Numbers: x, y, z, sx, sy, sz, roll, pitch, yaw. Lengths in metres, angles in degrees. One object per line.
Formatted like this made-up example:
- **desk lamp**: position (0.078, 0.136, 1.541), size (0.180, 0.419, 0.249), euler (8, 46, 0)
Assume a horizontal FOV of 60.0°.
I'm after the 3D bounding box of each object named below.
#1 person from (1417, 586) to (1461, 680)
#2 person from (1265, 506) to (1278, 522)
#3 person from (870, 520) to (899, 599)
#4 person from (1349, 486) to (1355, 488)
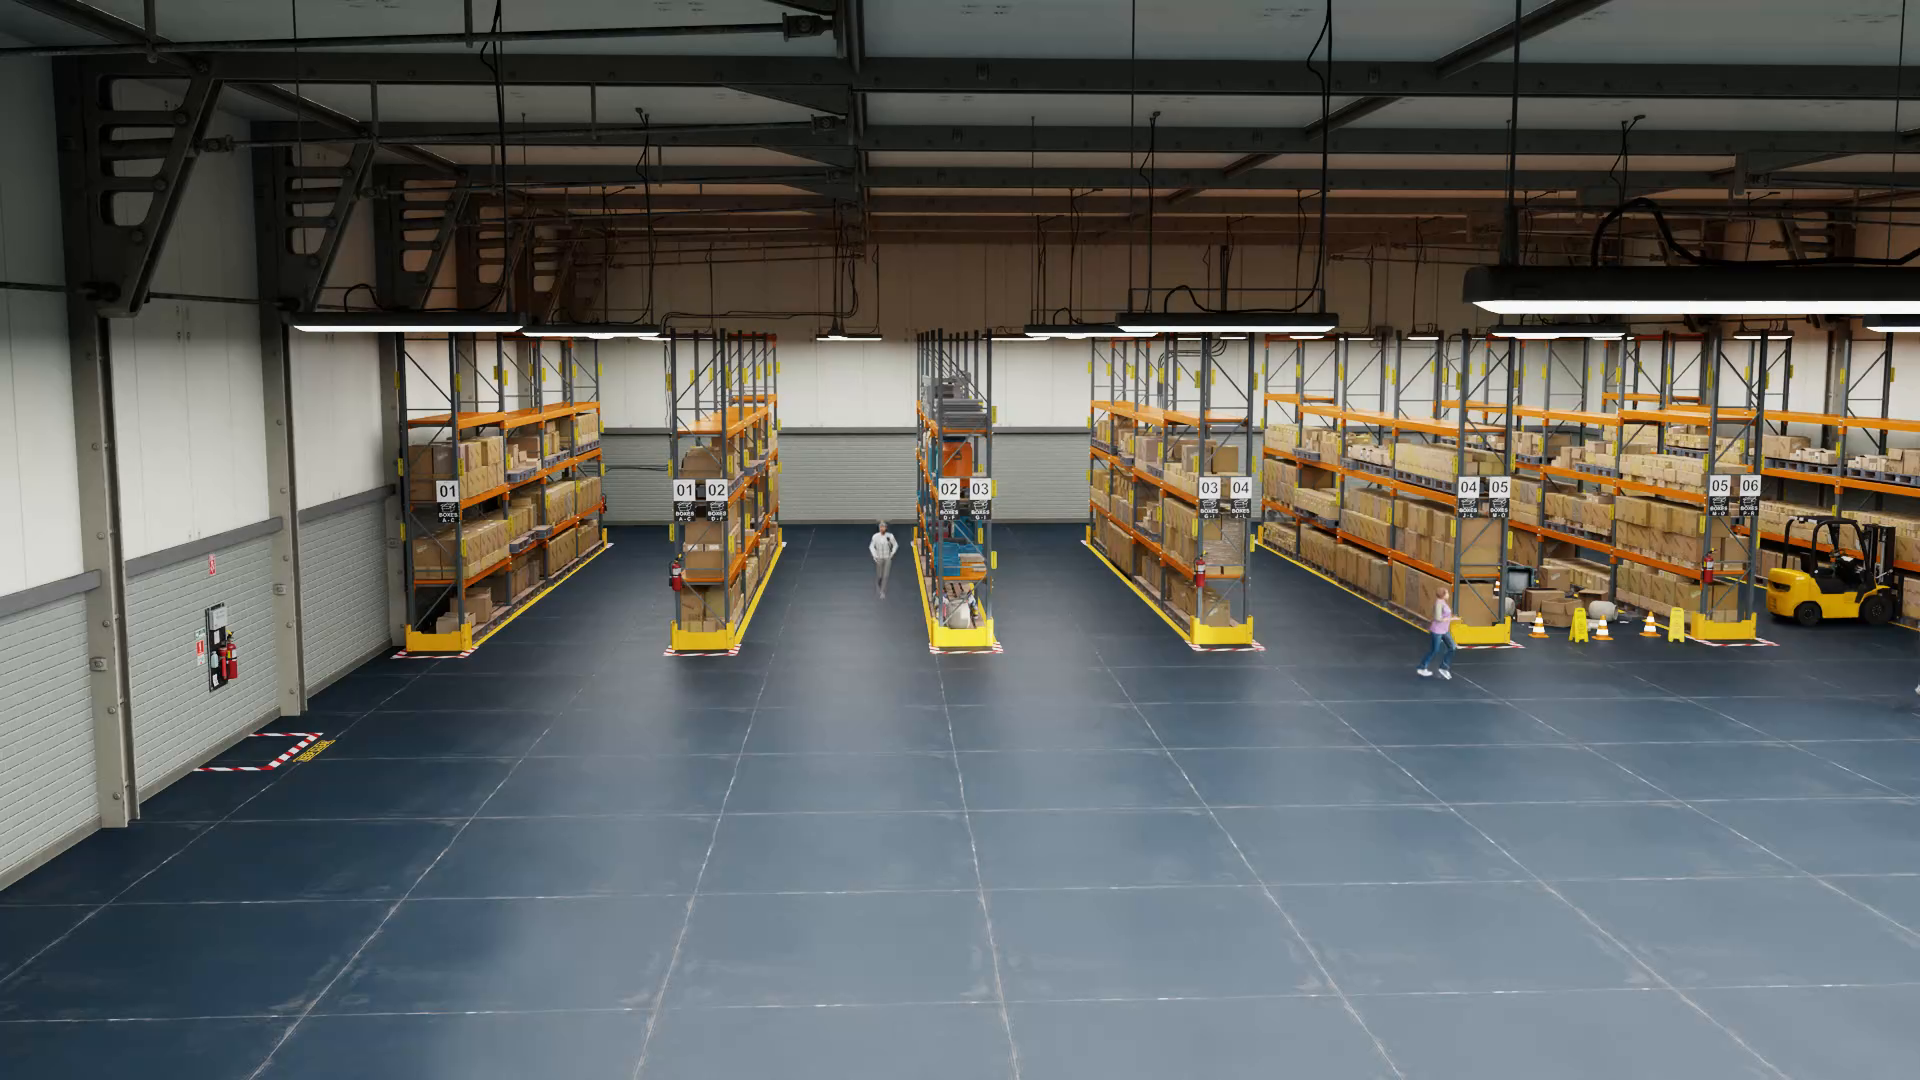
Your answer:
- **person**: position (8.200, 1.593, 28.392), size (0.734, 1.623, 0.482), euler (5, 8, 34)
- **person**: position (9.311, -0.862, 49.190), size (0.532, 1.616, 0.663), euler (0, 7, 0)
- **person**: position (-1.627, 0.406, 35.719), size (0.615, 1.682, 0.539), euler (0, 7, 0)
- **person**: position (10.934, -0.649, 46.466), size (0.721, 1.754, 0.979), euler (-3, 7, -22)
